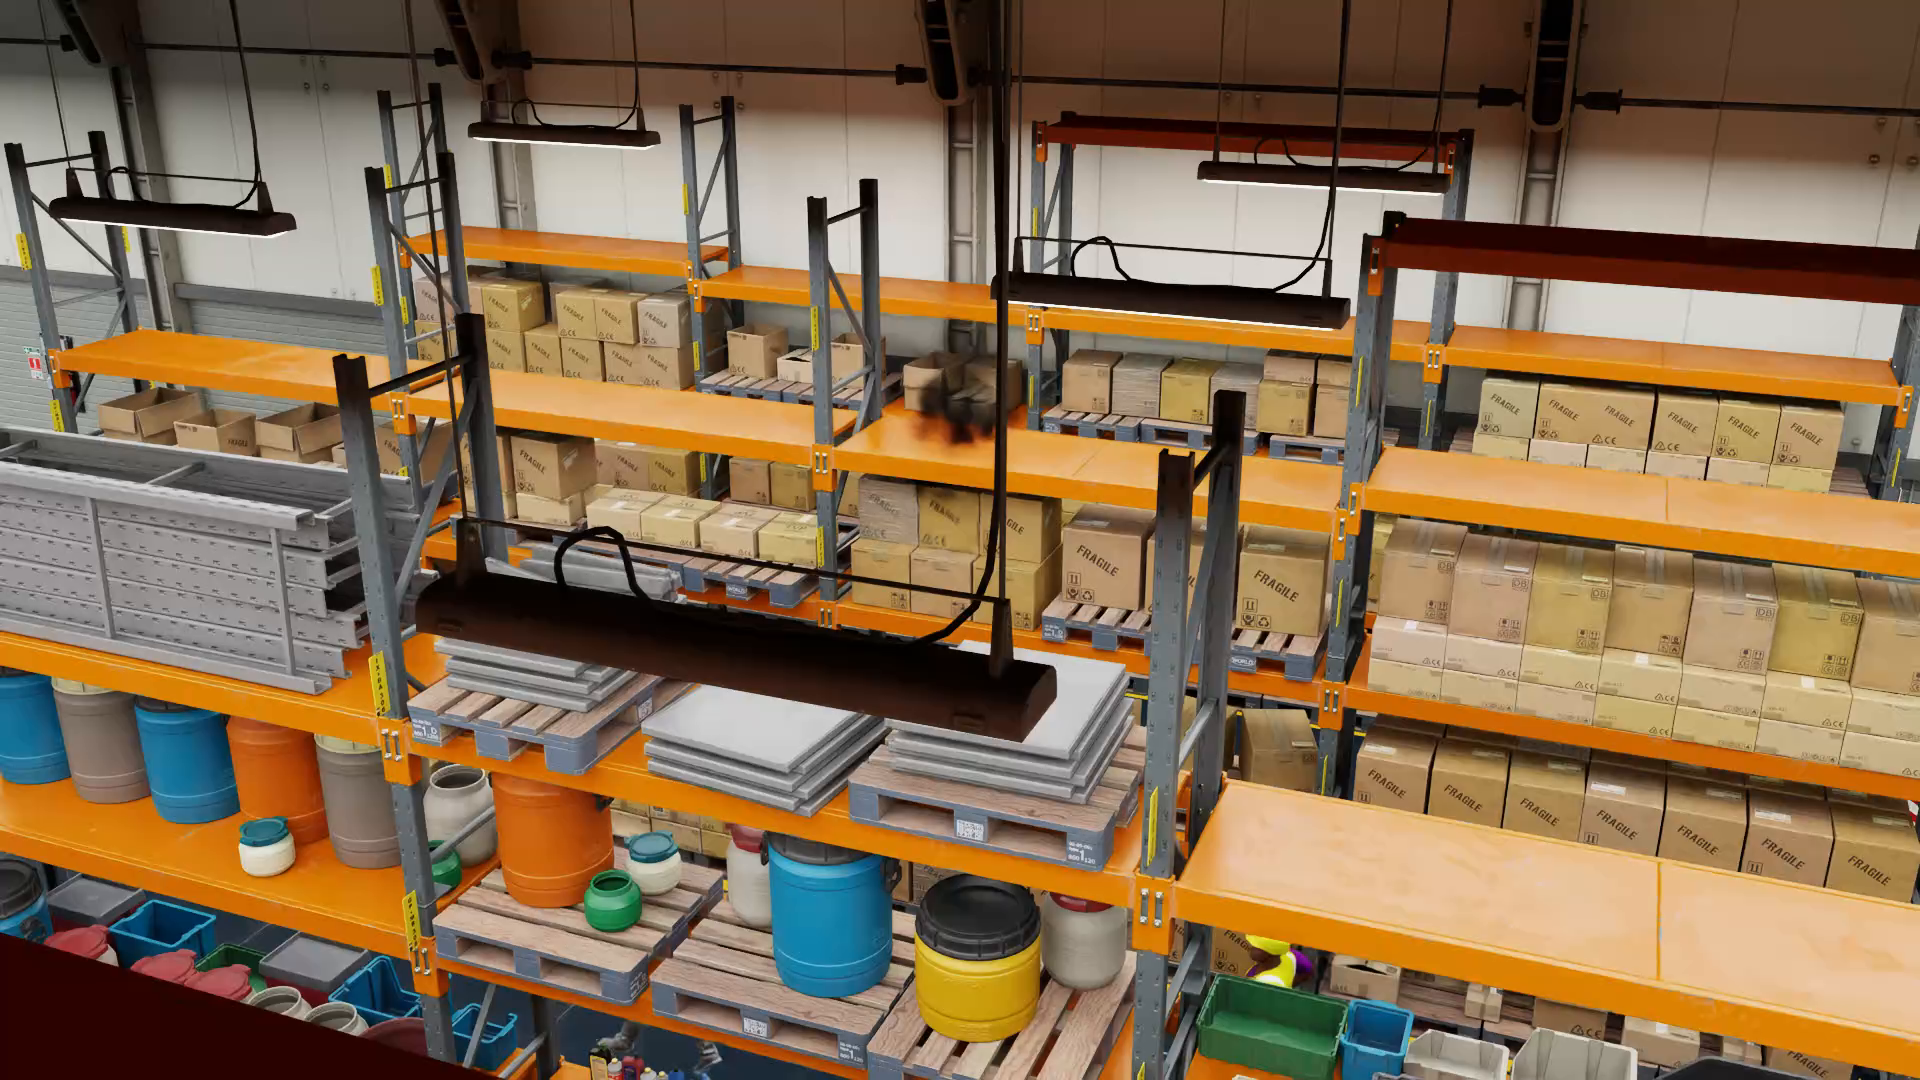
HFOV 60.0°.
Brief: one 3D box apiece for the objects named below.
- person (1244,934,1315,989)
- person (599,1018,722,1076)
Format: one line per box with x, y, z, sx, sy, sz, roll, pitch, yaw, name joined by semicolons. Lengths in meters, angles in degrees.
1.993;3.299;11.159;1.061;1.705;0.724;5;21;14;person
-2.130;2.940;11.489;0.960;1.733;0.625;11;24;27;person
